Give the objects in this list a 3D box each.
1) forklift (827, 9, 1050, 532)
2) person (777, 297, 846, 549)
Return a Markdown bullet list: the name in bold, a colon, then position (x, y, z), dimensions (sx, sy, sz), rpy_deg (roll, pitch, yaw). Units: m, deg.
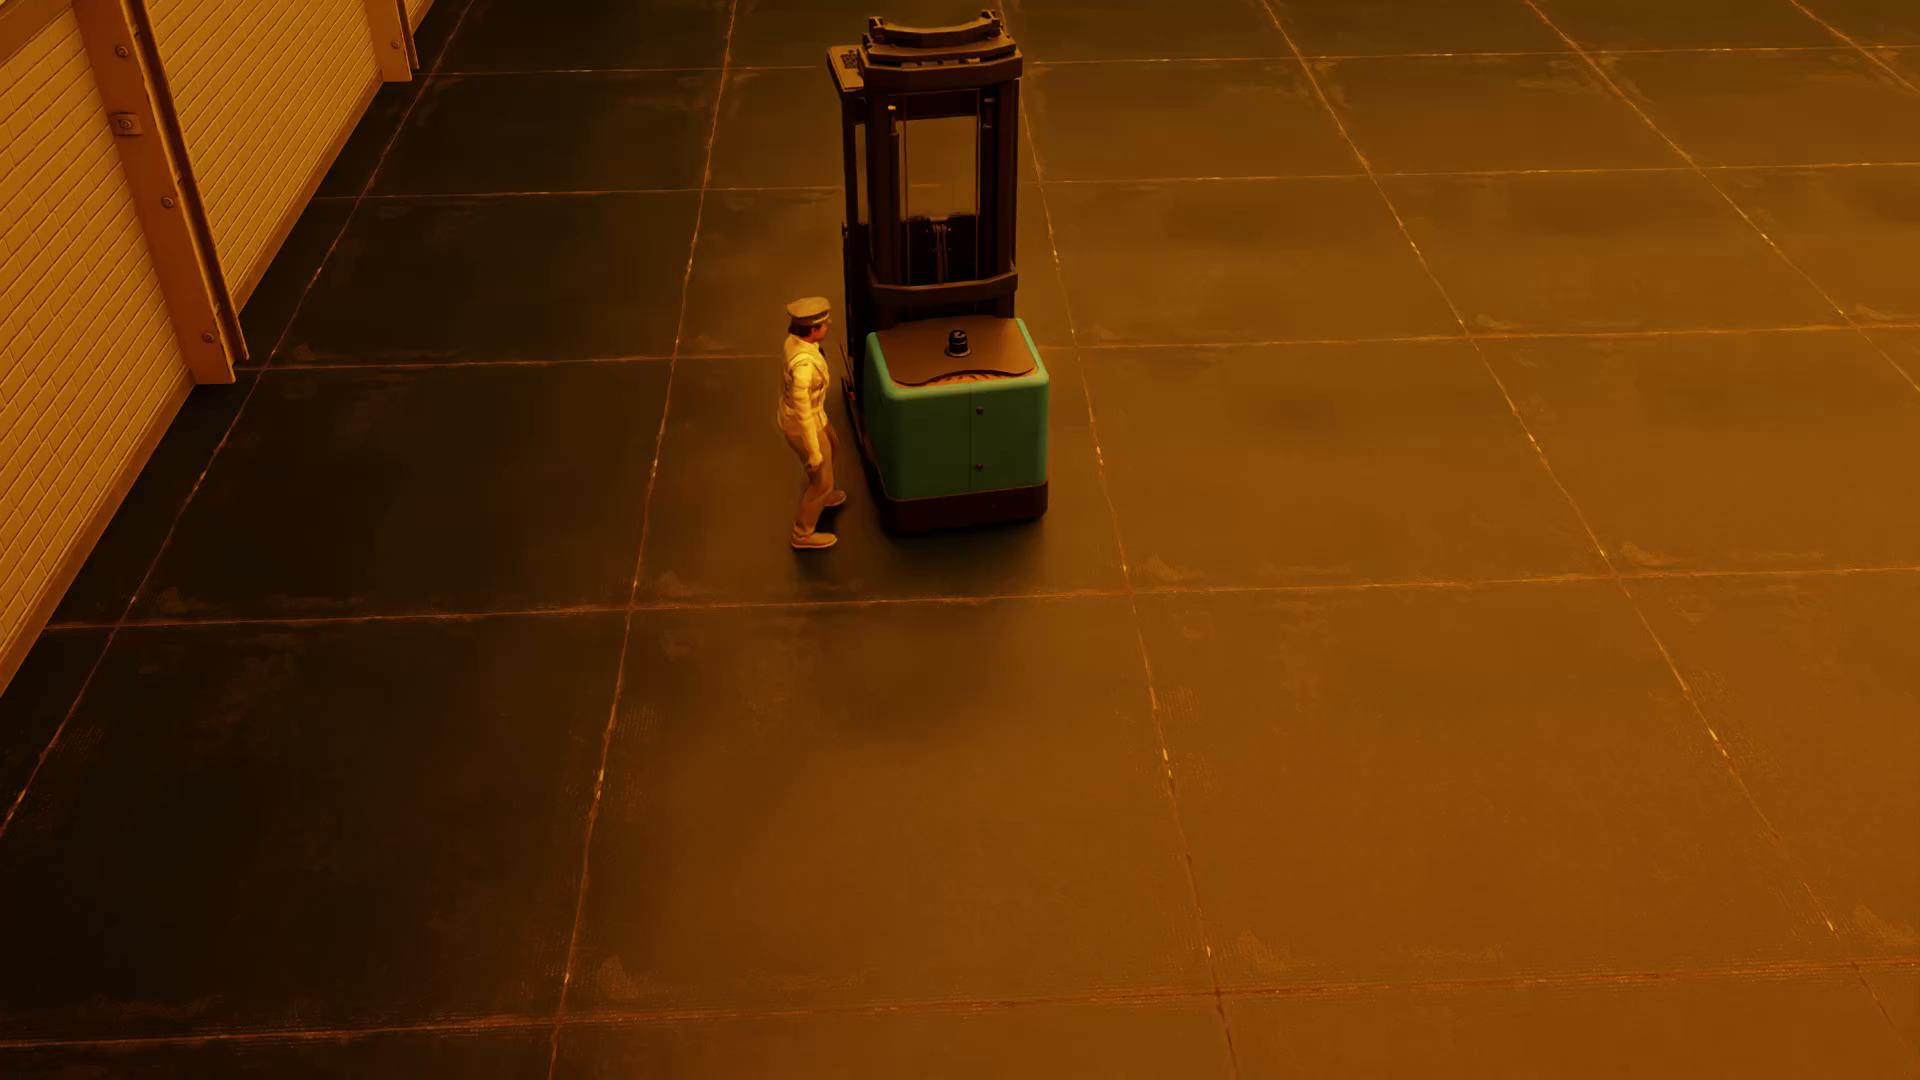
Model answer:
- **forklift**: position (-0.230, -2.097, 10.890), dimensions (1.130, 2.935, 3.031), rpy_deg (-7, 37, -9)
- **person**: position (-0.884, -0.710, 10.086), dimensions (0.436, 1.640, 0.693), rpy_deg (-8, 37, -11)
